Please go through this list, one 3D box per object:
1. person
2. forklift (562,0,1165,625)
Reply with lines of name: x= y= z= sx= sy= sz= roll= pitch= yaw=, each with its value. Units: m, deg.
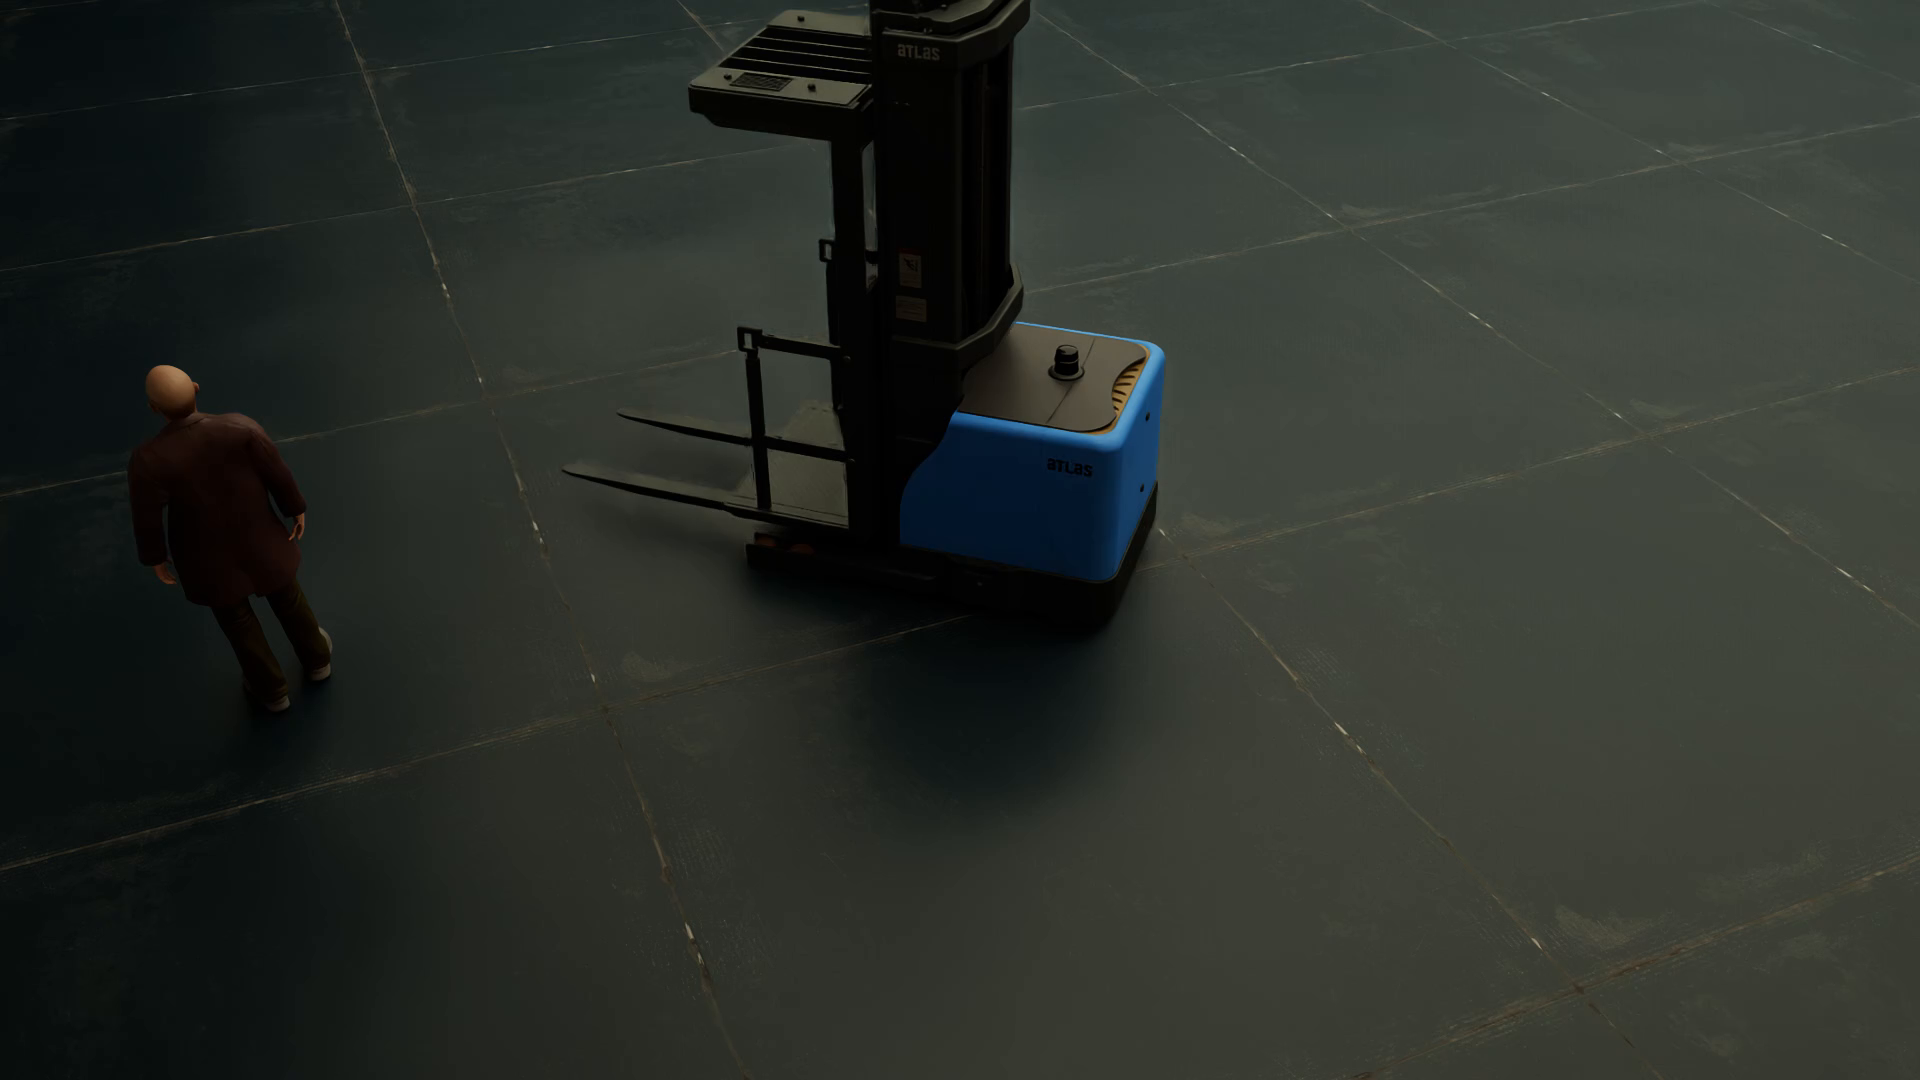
person: x=-3.161 y=-0.039 z=7.137 sx=0.695 sy=1.776 sz=0.583 roll=-20 pitch=40 yaw=-25
forklift: x=-0.560 y=-1.289 z=7.911 sx=3.031 sy=2.935 sz=1.130 roll=11 pitch=37 yaw=15
